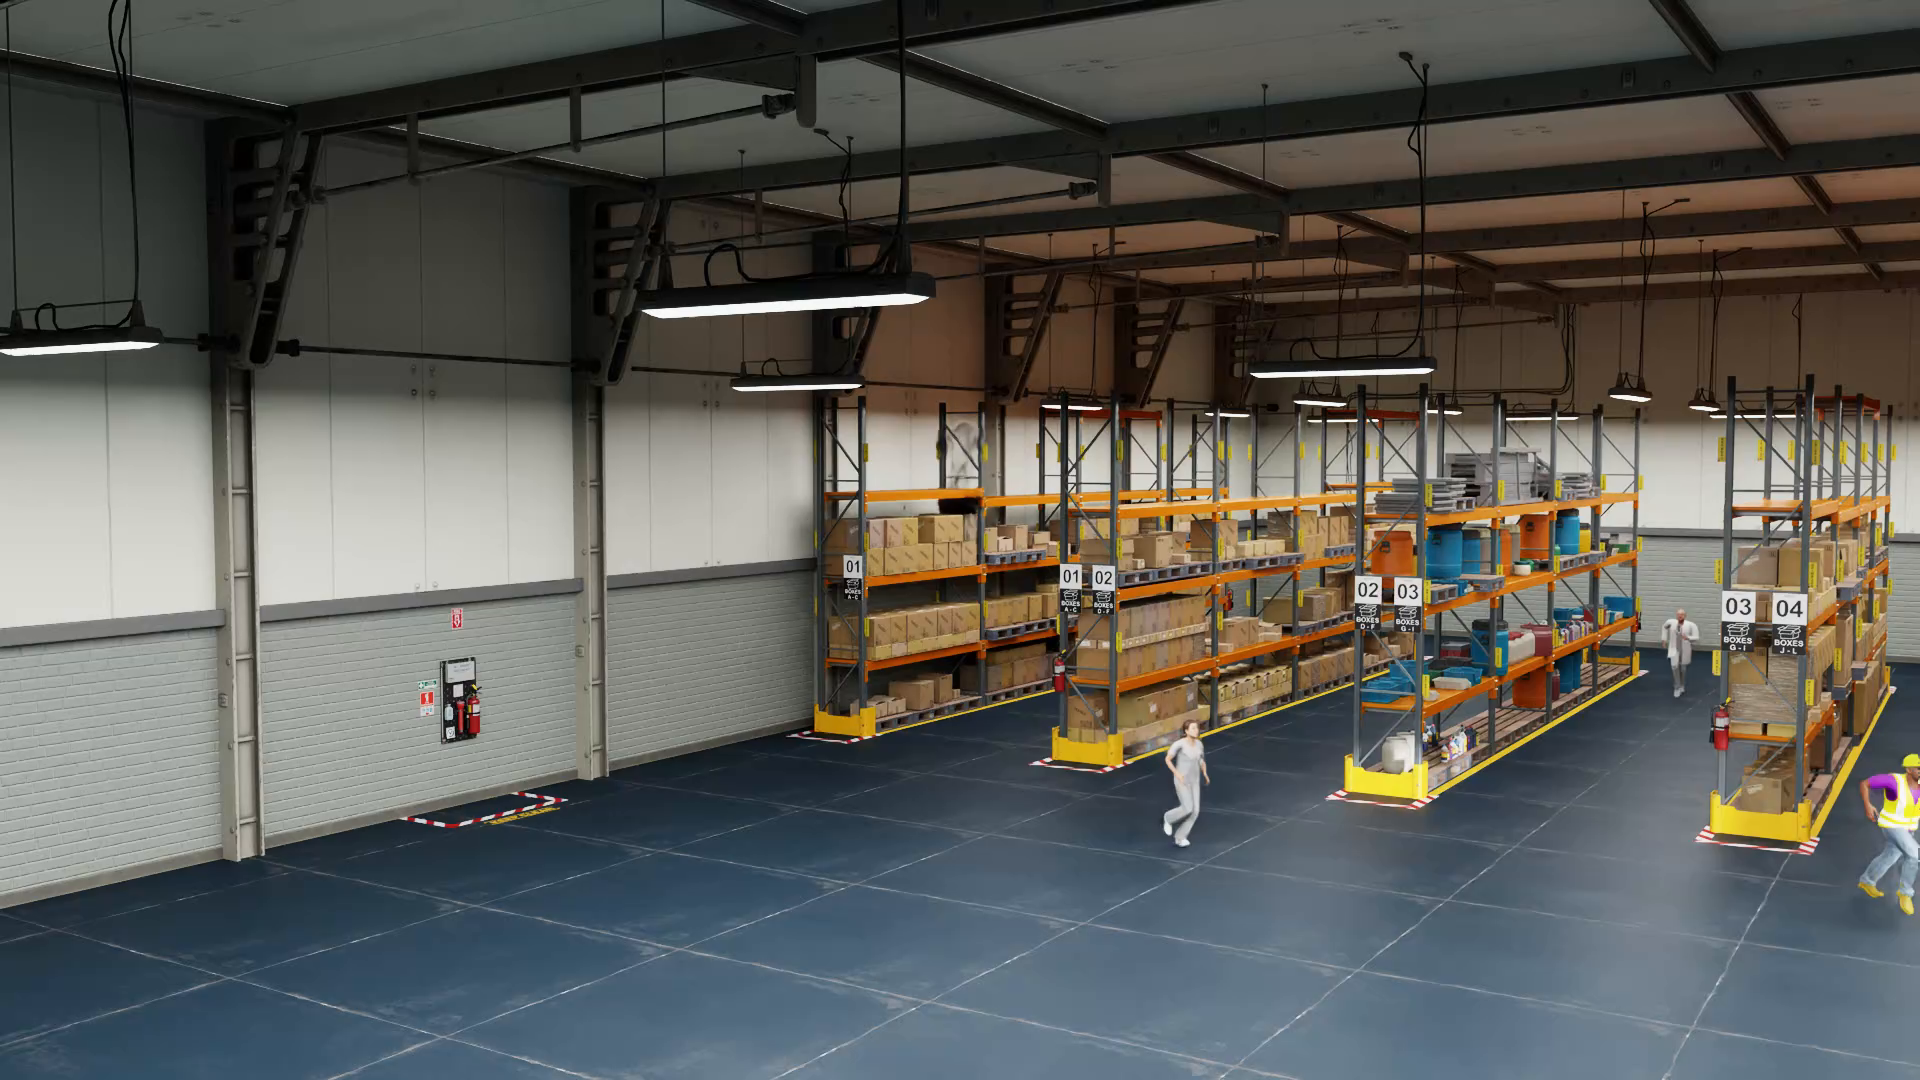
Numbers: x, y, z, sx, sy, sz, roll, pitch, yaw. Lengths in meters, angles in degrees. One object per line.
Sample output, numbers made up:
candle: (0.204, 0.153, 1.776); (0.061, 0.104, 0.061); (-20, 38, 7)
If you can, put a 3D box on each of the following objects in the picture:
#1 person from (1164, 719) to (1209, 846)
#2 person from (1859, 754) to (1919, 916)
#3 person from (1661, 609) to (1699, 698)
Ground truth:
person: (2.902, 3.087, 21.271); (0.583, 1.609, 0.548); (-2, 3, -29)
person: (10.283, 3.185, 18.247); (0.687, 1.746, 0.938); (-1, 3, -22)
person: (14.837, 2.327, 34.274); (0.739, 1.831, 0.940); (2, 3, 28)
